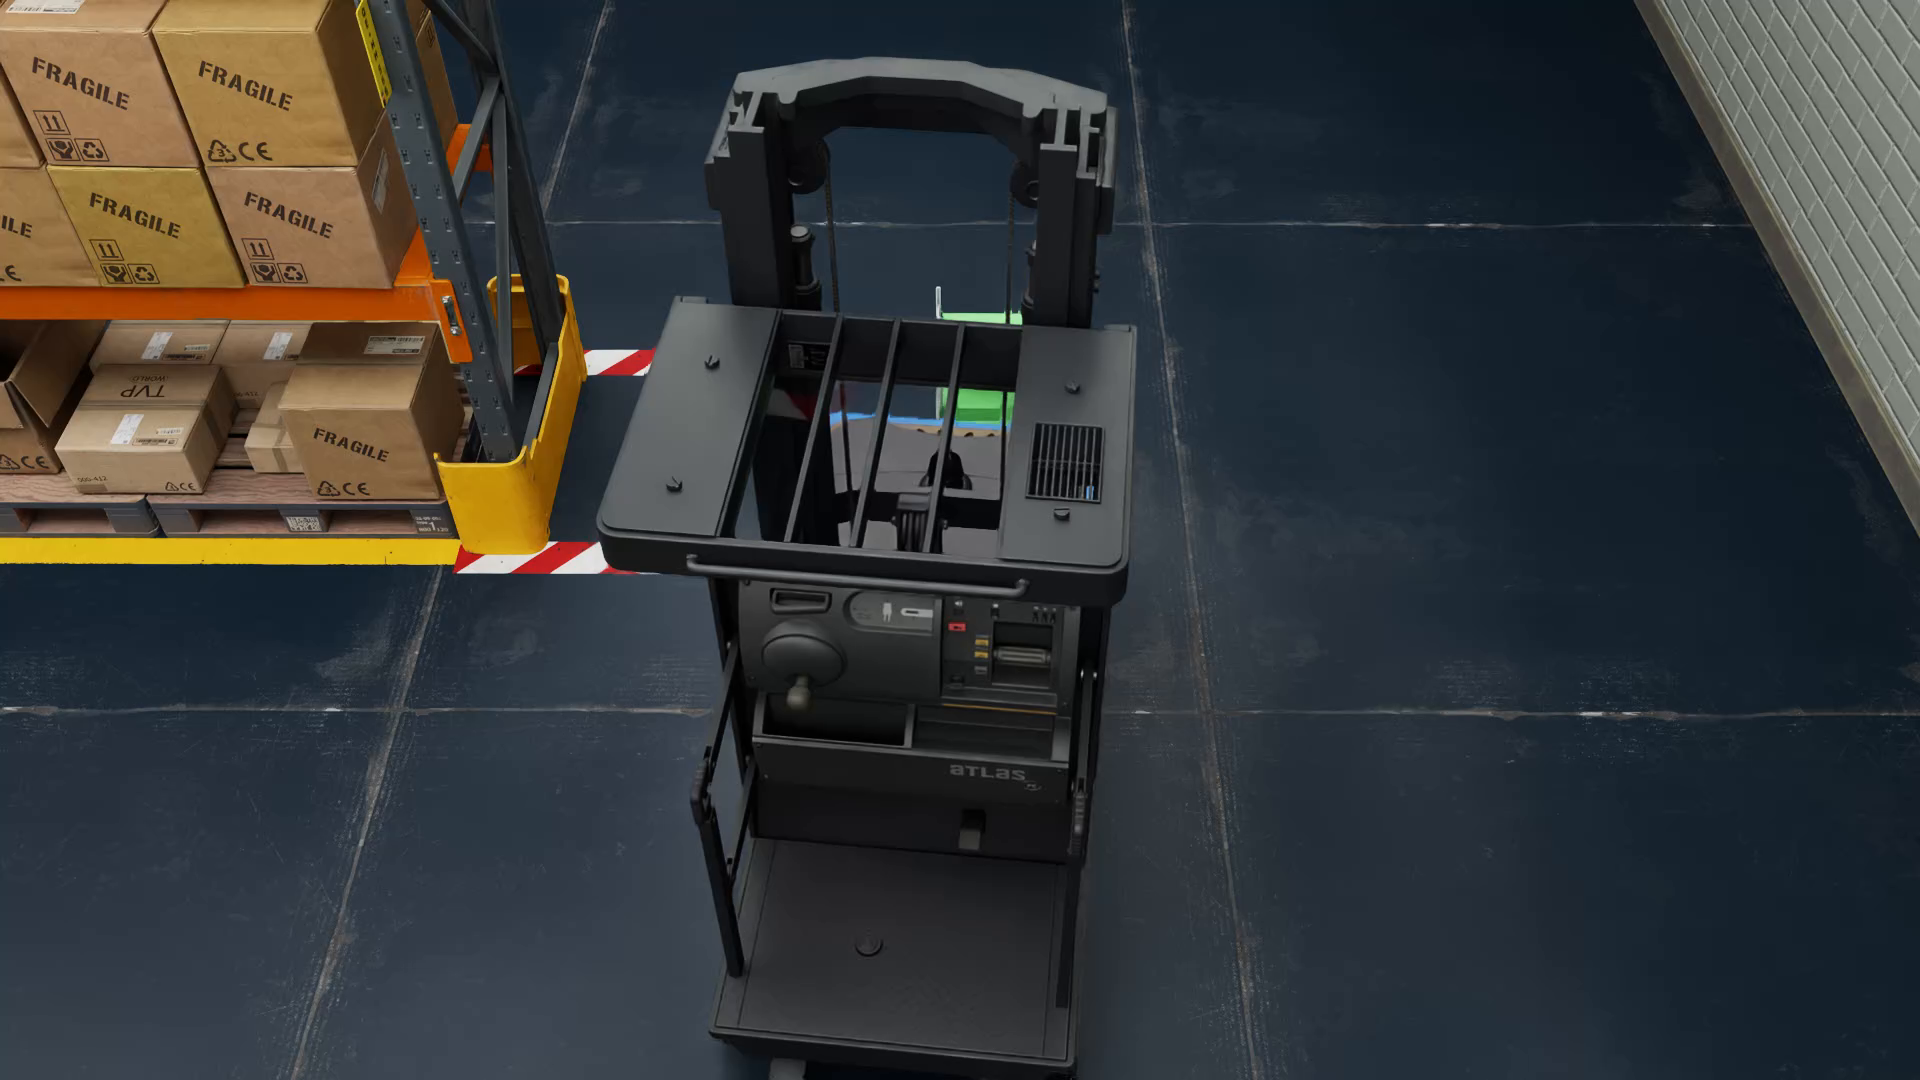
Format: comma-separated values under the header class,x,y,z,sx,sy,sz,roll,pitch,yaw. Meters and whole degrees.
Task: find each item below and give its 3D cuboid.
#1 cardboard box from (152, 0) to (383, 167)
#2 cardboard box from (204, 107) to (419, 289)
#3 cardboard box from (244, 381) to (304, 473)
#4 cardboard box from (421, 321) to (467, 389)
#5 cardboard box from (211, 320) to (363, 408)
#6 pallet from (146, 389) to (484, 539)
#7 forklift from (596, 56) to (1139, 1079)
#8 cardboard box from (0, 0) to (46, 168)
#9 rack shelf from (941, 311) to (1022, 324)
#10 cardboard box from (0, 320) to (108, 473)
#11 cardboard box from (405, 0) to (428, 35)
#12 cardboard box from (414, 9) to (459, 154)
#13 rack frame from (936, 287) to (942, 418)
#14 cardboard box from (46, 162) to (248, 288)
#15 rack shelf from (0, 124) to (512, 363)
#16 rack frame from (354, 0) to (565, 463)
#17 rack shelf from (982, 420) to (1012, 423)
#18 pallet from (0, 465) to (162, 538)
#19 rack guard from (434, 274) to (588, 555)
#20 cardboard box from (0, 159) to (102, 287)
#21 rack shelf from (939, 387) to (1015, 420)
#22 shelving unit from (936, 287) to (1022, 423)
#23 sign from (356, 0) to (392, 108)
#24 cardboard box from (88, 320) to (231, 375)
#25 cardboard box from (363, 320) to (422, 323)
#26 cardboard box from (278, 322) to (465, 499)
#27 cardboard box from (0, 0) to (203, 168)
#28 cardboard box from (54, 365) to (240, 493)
class,x,y,z,sx,sy,sz,roll,pitch,yaw
cardboard box,-2.212,-1.566,5.407,0.500,0.500,0.500,0,47,0
cardboard box,-2.215,-1.227,5.775,0.500,0.500,0.500,1,47,1
cardboard box,-2.715,-0.464,6.768,0.250,0.166,0.380,0,47,0
cardboard box,-2.183,-0.823,7.114,0.250,0.149,0.380,0,47,0
cardboard box,-2.809,-0.815,7.037,0.500,0.250,0.500,0,47,0
pallet,-2.639,-0.443,7.018,1.213,0.211,1.003,0,47,0
forklift,-0.160,0.391,4.383,1.130,2.935,3.031,4,47,4
cardboard box,-3.236,-1.565,5.406,0.500,0.500,0.500,1,47,1
rack shelf,0.166,-0.692,6.006,0.480,0.148,0.258,0,47,0
cardboard box,-3.887,-0.700,6.758,0.637,0.503,0.797,0,47,0
cardboard box,-2.209,-1.960,5.774,0.500,0.500,0.500,1,47,1
cardboard box,-2.209,-1.620,6.140,0.500,0.500,0.500,1,47,1
rack frame,-0.078,-0.409,6.311,0.015,1.200,0.240,0,47,0
cardboard box,-2.734,-1.226,5.774,0.500,0.500,0.500,1,47,0
rack shelf,-3.766,-1.152,6.264,4.000,0.370,1.077,0,47,0
rack frame,-1.766,-1.391,5.996,0.127,3.000,1.000,0,47,0
rack shelf,0.166,-0.365,6.357,0.480,0.148,0.258,0,47,0
pallet,-3.856,-0.448,7.023,1.213,0.211,1.003,0,47,0
rack guard,-1.842,-0.540,6.911,0.348,0.500,1.175,0,47,0
cardboard box,-3.233,-1.232,5.779,0.500,0.500,0.500,0,47,0
rack shelf,0.166,-0.528,6.181,0.480,0.148,0.258,0,47,0
shelving unit,0.166,-0.408,6.310,0.503,1.200,0.258,0,47,0
sign,-1.788,-1.487,5.078,0.005,0.325,0.100,0,47,0
cardboard box,-3.309,-0.816,7.039,0.500,0.250,0.500,0,47,0
cardboard box,-2.433,-0.829,7.108,0.250,0.166,0.380,0,47,0
cardboard box,-2.311,-0.511,6.583,0.500,0.500,0.500,0,47,0
cardboard box,-2.717,-1.567,5.408,0.500,0.500,0.500,1,47,1
cardboard box,-3.261,-0.450,6.698,0.500,0.250,0.500,0,47,0
